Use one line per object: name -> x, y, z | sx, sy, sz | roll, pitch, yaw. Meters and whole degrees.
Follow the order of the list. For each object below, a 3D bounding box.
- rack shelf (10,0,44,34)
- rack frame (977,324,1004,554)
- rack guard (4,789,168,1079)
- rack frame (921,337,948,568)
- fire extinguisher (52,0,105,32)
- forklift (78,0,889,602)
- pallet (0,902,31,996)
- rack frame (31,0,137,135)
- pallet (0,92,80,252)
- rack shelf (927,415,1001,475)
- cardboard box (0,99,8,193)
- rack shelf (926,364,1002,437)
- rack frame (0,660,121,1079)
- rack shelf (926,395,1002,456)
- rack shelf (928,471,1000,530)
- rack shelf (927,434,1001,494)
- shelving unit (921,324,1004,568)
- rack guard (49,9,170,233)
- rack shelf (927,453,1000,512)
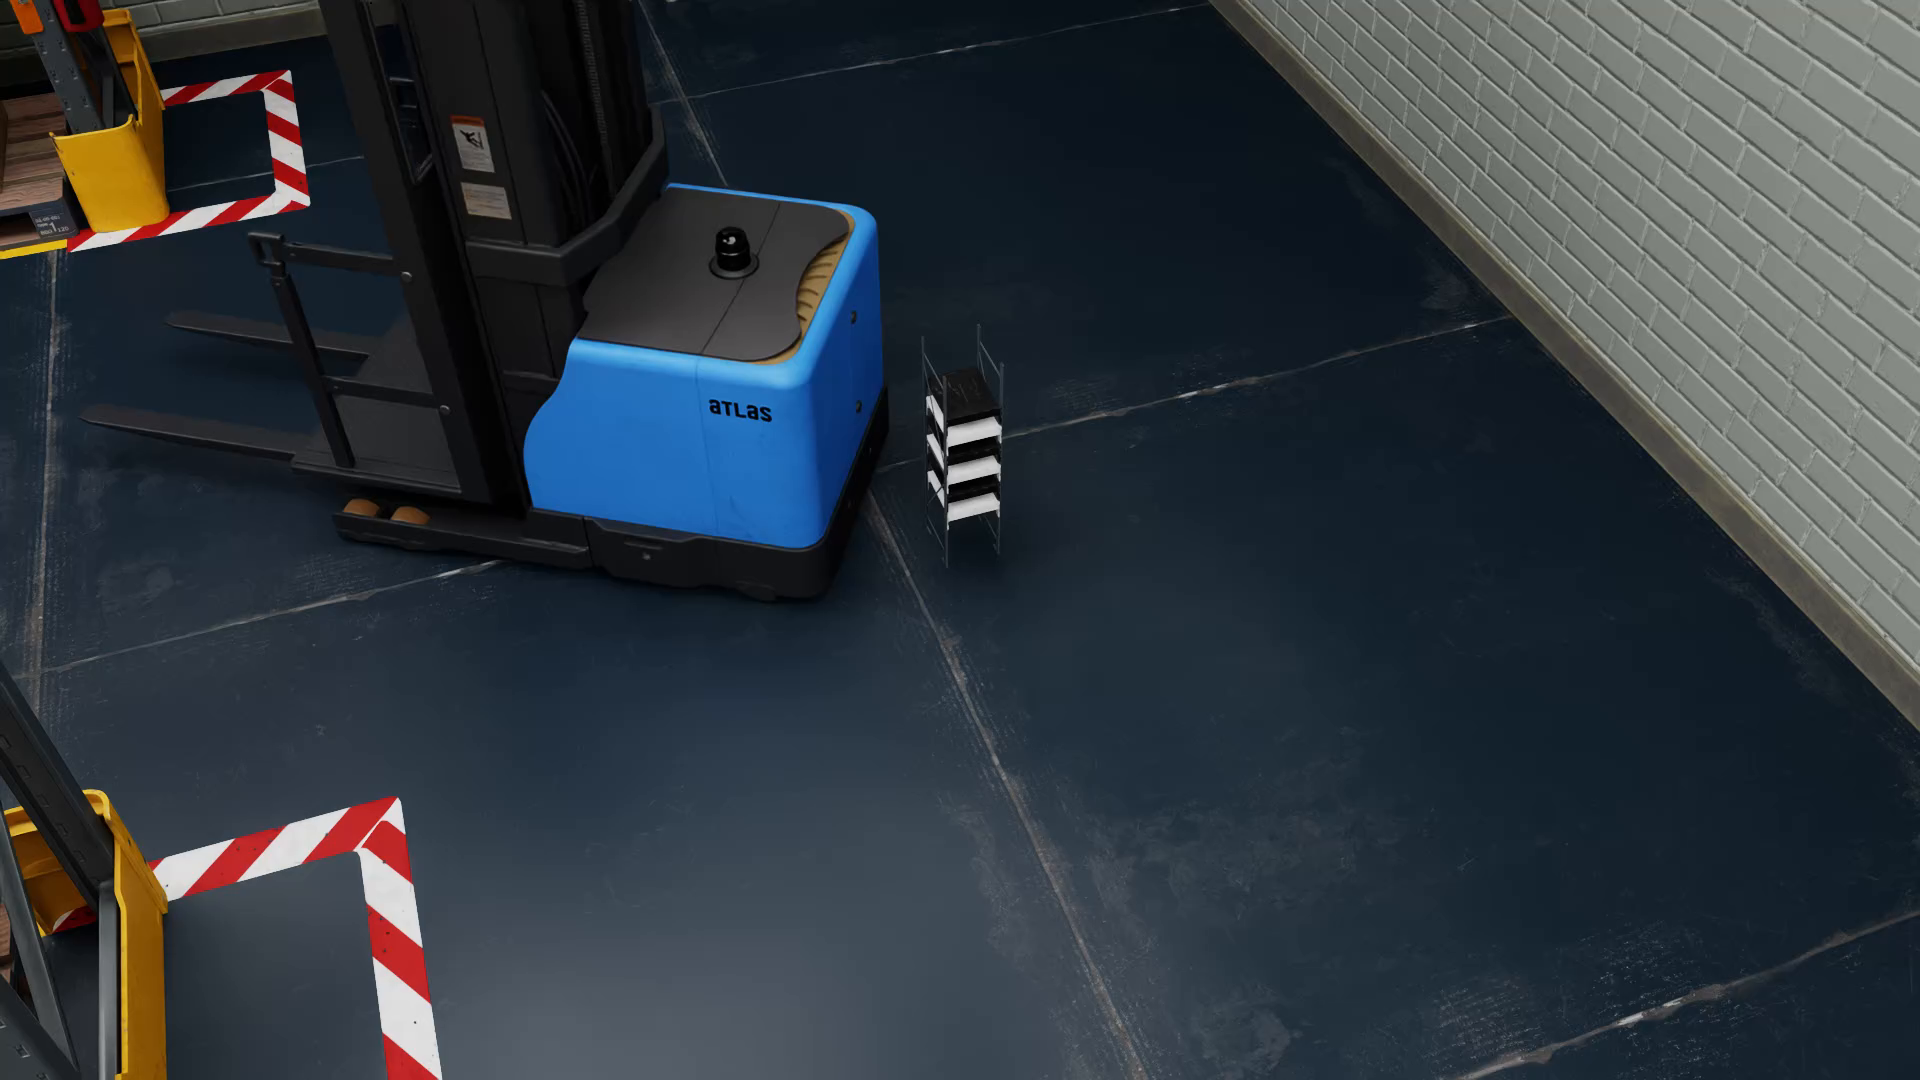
rack shelf -> -5.935, -2.148, 6.781 | 4.000, 0.370, 1.077 | -14, 47, -14
rack frame -> 0.103, -0.344, 5.958 | 0.006, 0.900, 0.240 | -14, 47, -14
rack guard -> -2.440, 1.317, 4.584 | 0.348, 0.500, 1.175 | -14, 47, -14
rack frame -> -0.088, -0.295, 5.909 | 0.006, 0.900, 0.240 | -14, 47, -14
fire extinguisher -> -3.756, -2.452, 6.894 | 0.183, 0.674, 0.296 | -14, 47, -14
forklift -> -1.852, -1.353, 5.529 | 3.031, 2.935, 1.130 | 9, 46, 9
pallet -> -3.190, 1.612, 4.495 | 1.213, 0.211, 1.003 | -14, 47, -14
rack frame -> -4.054, -2.883, 7.005 | 0.127, 3.000, 1.000 | -14, 47, -14
pallet -> -4.780, -1.654, 7.749 | 1.213, 0.211, 1.003 | -14, 47, -14
rack shelf -> 0.008, -0.360, 5.893 | 0.200, 0.077, 0.258 | -14, 47, -14
cardboard box -> -4.679, -1.913, 7.508 | 0.500, 0.500, 0.700 | -14, 47, -14
rack shelf -> 0.008, -0.487, 5.766 | 0.200, 0.077, 0.258 | -14, 47, -14
rack frame -> -2.369, 0.417, 3.717 | 0.127, 3.000, 1.000 | -14, 47, -14
rack shelf -> 0.008, -0.423, 5.829 | 0.200, 0.077, 0.258 | -14, 47, -14
rack shelf -> 0.008, -0.169, 6.084 | 0.200, 0.077, 0.258 | -14, 47, -14
rack shelf -> 0.008, -0.296, 5.957 | 0.200, 0.077, 0.258 | -14, 47, -14
shelving unit -> 0.008, -0.320, 5.933 | 0.210, 0.900, 0.258 | -14, 47, -14
rack guard -> -4.032, -2.006, 7.896 | 0.348, 0.500, 1.175 | -14, 47, -14
rack shelf -> 0.008, -0.233, 6.021 | 0.200, 0.077, 0.258 | -14, 47, -14
